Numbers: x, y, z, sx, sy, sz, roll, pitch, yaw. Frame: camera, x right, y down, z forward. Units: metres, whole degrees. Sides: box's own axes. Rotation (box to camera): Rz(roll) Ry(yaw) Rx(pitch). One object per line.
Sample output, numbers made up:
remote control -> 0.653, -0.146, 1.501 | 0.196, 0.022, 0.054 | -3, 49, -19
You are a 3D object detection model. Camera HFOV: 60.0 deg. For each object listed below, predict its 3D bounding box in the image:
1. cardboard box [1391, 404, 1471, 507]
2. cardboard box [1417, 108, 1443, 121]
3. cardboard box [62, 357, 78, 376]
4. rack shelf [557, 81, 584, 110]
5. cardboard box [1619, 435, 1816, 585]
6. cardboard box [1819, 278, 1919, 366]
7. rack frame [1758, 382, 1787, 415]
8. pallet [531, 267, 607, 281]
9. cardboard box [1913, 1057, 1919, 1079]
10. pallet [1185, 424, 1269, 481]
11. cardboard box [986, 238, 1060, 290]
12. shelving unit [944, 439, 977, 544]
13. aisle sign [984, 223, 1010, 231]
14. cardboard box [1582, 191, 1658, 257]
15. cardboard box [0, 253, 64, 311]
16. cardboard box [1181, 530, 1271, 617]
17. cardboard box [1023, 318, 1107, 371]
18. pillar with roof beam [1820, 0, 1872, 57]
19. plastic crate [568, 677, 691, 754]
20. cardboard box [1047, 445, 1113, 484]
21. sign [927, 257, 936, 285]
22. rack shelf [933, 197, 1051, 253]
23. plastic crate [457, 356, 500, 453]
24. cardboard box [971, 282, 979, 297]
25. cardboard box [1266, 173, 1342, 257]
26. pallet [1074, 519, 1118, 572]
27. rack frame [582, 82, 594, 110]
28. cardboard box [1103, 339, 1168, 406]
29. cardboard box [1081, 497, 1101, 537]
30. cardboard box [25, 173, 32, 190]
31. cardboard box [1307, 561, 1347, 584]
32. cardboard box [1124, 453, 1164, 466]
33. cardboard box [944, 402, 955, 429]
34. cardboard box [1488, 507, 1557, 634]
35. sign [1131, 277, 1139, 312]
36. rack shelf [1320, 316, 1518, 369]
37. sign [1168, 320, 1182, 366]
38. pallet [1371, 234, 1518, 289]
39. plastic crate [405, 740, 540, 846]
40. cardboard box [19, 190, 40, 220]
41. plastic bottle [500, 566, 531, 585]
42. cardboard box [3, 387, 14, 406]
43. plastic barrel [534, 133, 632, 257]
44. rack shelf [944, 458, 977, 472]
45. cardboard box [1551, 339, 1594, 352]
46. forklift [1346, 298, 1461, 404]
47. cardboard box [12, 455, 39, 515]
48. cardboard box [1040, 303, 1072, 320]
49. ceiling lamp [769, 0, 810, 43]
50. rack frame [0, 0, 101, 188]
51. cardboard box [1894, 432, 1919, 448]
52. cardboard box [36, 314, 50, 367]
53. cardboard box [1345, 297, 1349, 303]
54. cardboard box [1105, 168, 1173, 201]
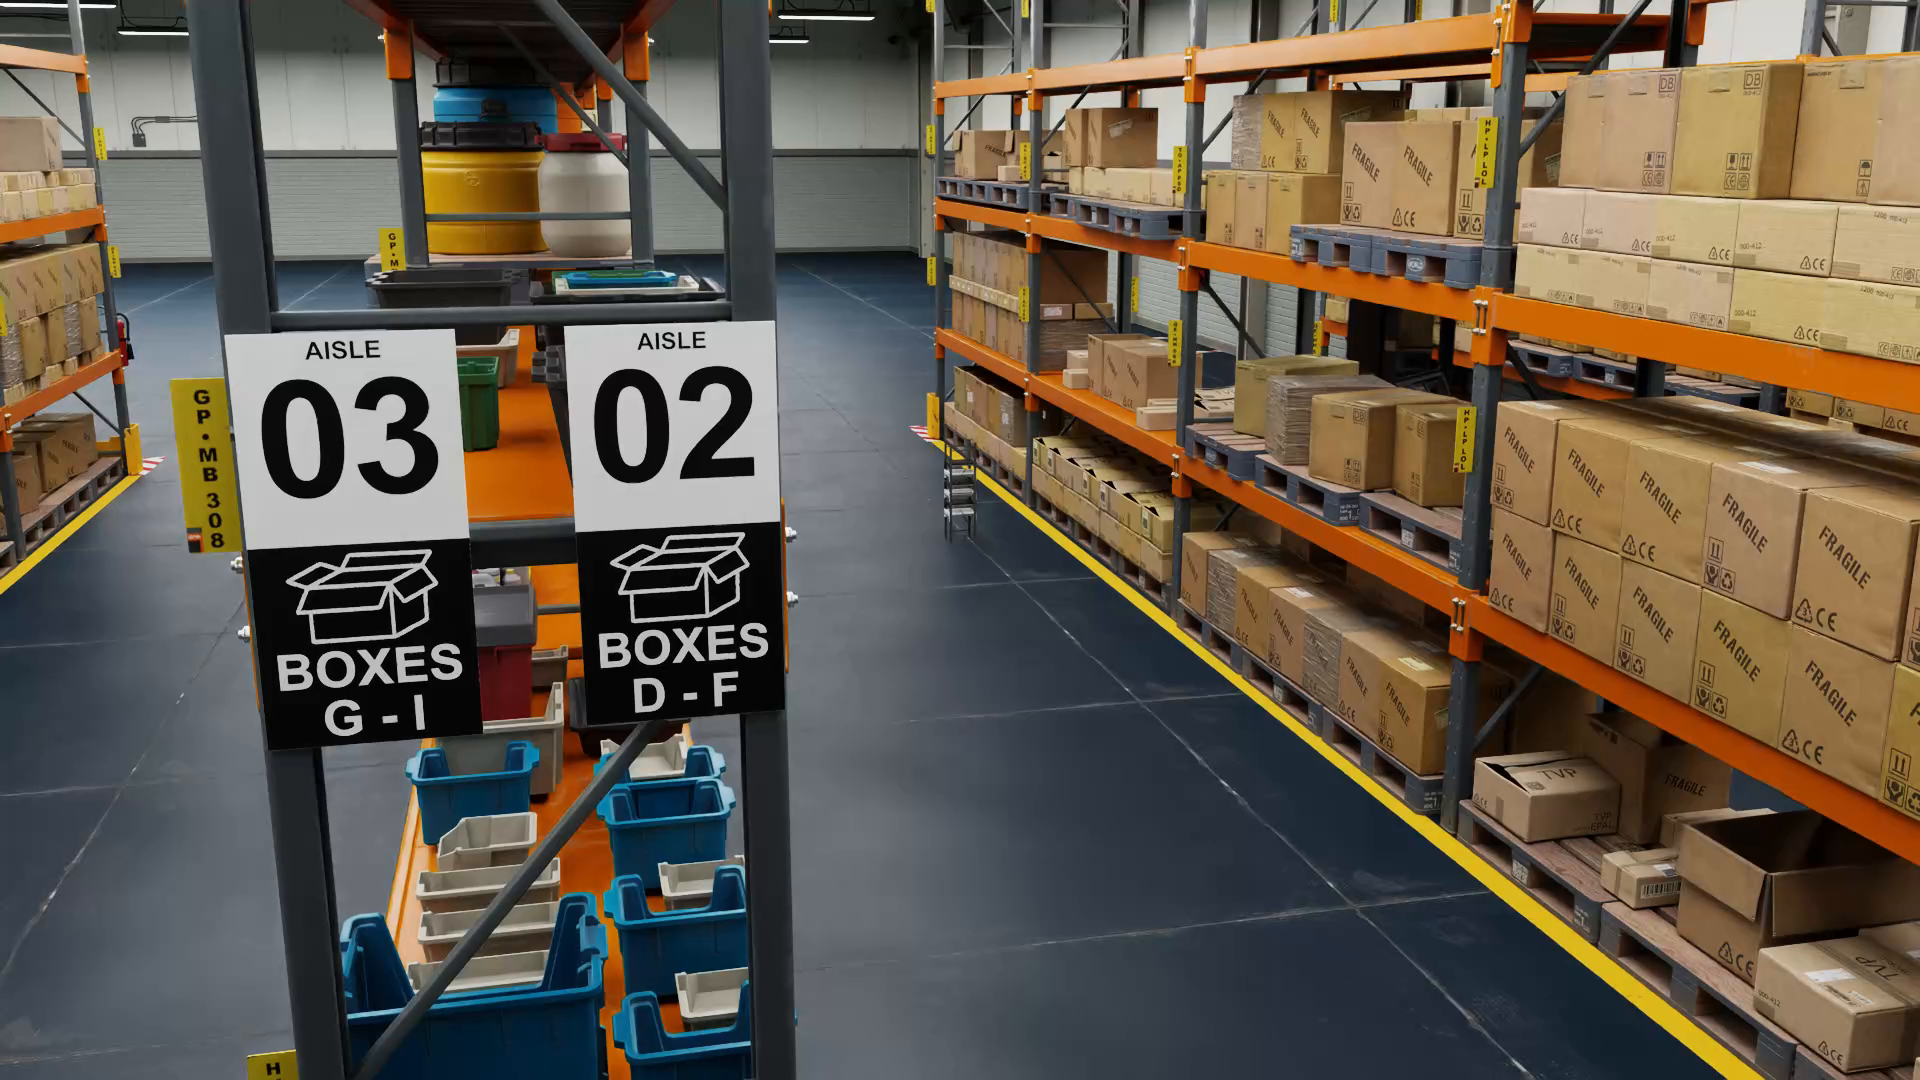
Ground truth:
cardboard box -> 2.907, -0.491, 9.522 | 0.700, 0.500, 0.500 | -1, 14, -4
cardboard box -> 5.306, -4.432, 18.067 | 0.500, 0.500, 0.500 | -4, 14, -15
cardboard box -> -8.703, -1.662, 15.941 | 0.380, 0.149, 0.250 | -3, 14, -13
rack shelf -> -4.140, -4.364, 16.188 | 1.077, 0.370, 4.000 | -3, 14, -13
cardboard box -> 3.103, -0.134, 6.838 | 0.500, 0.500, 0.500 | -4, 14, -15
cardboard box -> 3.349, -0.758, 5.704 | 0.500, 0.250, 0.500 | -3, 14, -13
rack frame -> 6.899, -1.162, 13.361 | 1.000, 3.000, 0.127 | -3, 14, -13
pallet -> -2.340, -1.489, 8.779 | 1.003, 0.211, 1.213 | -3, 14, -13
cardboard box -> 3.588, 1.913, 5.818 | 0.380, 0.166, 0.250 | -3, 14, -13
pallet -> 2.312, -0.639, 11.627 | 1.213, 0.211, 1.003 | -3, 14, -13
cardboard box -> 0.681, -2.936, 17.678 | 0.700, 0.500, 0.500 | -3, 14, -13
shelving unit -> 0.002, -0.435, 14.813 | 0.258, 0.900, 0.210 | -3, 14, -13
aisle sign -> 0.476, -4.025, 19.602 | 0.394, 0.787, 0.004 | -3, 14, -13
cardboard box -> 3.016, -1.348, 7.066 | 0.500, 0.250, 0.500 | -3, 14, -13
cardboard box -> -8.708, -2.398, 15.479 | 0.500, 0.500, 0.500 | -3, 14, -13
cardboard box -> 1.913, 0.237, 11.977 | 0.500, 0.500, 0.500 | -3, 14, -11
cardboard box -> 1.035, -1.958, 16.410 | 0.700, 0.500, 0.500 | -4, 14, -15
pillar with roof beam -> 3.250, -4.184, 13.092 | 9.100, 9.000, 0.400 | -3, 14, -13
plastic crate -> -1.268, 0.661, 6.354 | 0.437, 0.125, 0.590 | -3, 14, -13
cardboard box -> 1.112, -0.723, 15.294 | 0.500, 0.311, 0.500 | -3, 14, -14
sign -> -0.335, -3.160, 19.549 | 0.100, 0.325, 0.005 | -3, 14, -13
rack shelf -> 0.675, -3.376, 17.623 | 1.077, 0.370, 4.000 | -3, 14, -13
plastic crate -> -1.362, -0.330, 4.082 | 0.450, 0.188, 0.336 | -3, 14, -13
cardboard box -> 0.332, -2.753, 18.299 | 0.380, 0.149, 0.250 | -4, 14, -15
cardboard box -> 2.461, -2.054, 10.483 | 0.910, 0.500, 0.500 | -3, 14, -13
pallet -> 1.646, -0.003, 14.495 | 1.003, 0.211, 1.213 | -3, 14, -13
rack frame -> -3.671, -4.446, 14.166 | 1.000, 3.000, 0.127 | -3, 14, -13
cardboard box -> 1.551, -1.441, 14.294 | 0.500, 0.500, 0.500 | -3, 14, -13
cardboard box -> 1.360, -0.214, 14.392 | 0.500, 0.250, 0.500 | -3, 14, -12
cardboard box -> -8.605, -3.225, 14.963 | 0.380, 0.149, 0.250 | -4, 14, -14
cardboard box -> 2.653, 0.438, 11.154 | 0.500, 0.500, 0.500 | -4, 14, -15
cardboard box -> 1.762, -0.636, 14.936 | 0.500, 0.311, 0.500 | -3, 14, -13
cardboard box -> 0.115, -1.462, 19.501 | 0.500, 0.250, 0.500 | -3, 14, -13
cardboard box -> 2.879, 0.122, 7.895 | 0.500, 0.500, 0.500 | -3, 14, -12
sign -> 1.670, -2.364, 16.010 | 0.100, 0.325, 0.005 | -3, 14, -13
rack shelf -> 5.489, -2.196, 19.112 | 1.077, 0.370, 4.000 | -3, 14, -13
sign -> 1.546, -1.415, 11.961 | 0.100, 0.325, 0.005 | -3, 14, -13
pallet -> 2.939, -1.482, 8.749 | 1.213, 0.211, 1.003 | -3, 14, -13
plastic crate -> -1.584, 0.829, 5.441 | 0.416, 0.233, 0.300 | -3, 14, -13
cardboard box -> -8.577, -2.995, 14.863 | 0.500, 0.250, 0.500 | -4, 14, -15
plastic bottle -> -2.186, 0.135, 8.156 | 0.144, 0.351, 0.185 | -3, 14, -13
cardboard box -> -8.243, -1.200, 14.050 | 0.380, 0.149, 0.250 | -3, 14, -13
plastic barrel -> -1.672, -1.549, 7.456 | 0.433, 0.535, 0.433 | 0, 14, 0
rack shelf -> 0.002, -0.665, 14.756 | 0.258, 0.077, 0.200 | -3, 14, -13
cardboard box -> 6.170, -2.098, 16.057 | 0.700, 0.500, 0.500 | -2, 14, -7
forklift -> 3.960, -1.169, 13.536 | 3.031, 2.935, 1.130 | 11, 18, 39
cardboard box -> -8.682, -0.472, 14.921 | 0.500, 0.500, 0.500 | 1, 14, 5
cardboard box -> 0.873, -2.222, 16.124 | 0.380, 0.149, 0.250 | -3, 14, -13
ceiling lamp -> -4.935, -14.397, 42.594 | 2.000, 3.185, 0.800 | -3, 14, -13
rack frame -> -9.425, -5.093, 16.813 | 1.000, 3.000, 0.127 | -3, 14, -13
cardboard box -> 7.030, -0.725, 12.063 | 0.380, 0.149, 0.250 | -3, 14, -12
cardboard box -> -8.829, -1.783, 15.069 | 0.875, 0.500, 0.500 | -3, 14, -13
cardboard box -> 4.946, -3.067, 19.854 | 0.500, 0.500, 0.500 | -3, 14, -13
cardboard box -> 1.534, -2.951, 13.797 | 0.500, 0.250, 0.500 | -5, 14, -18
